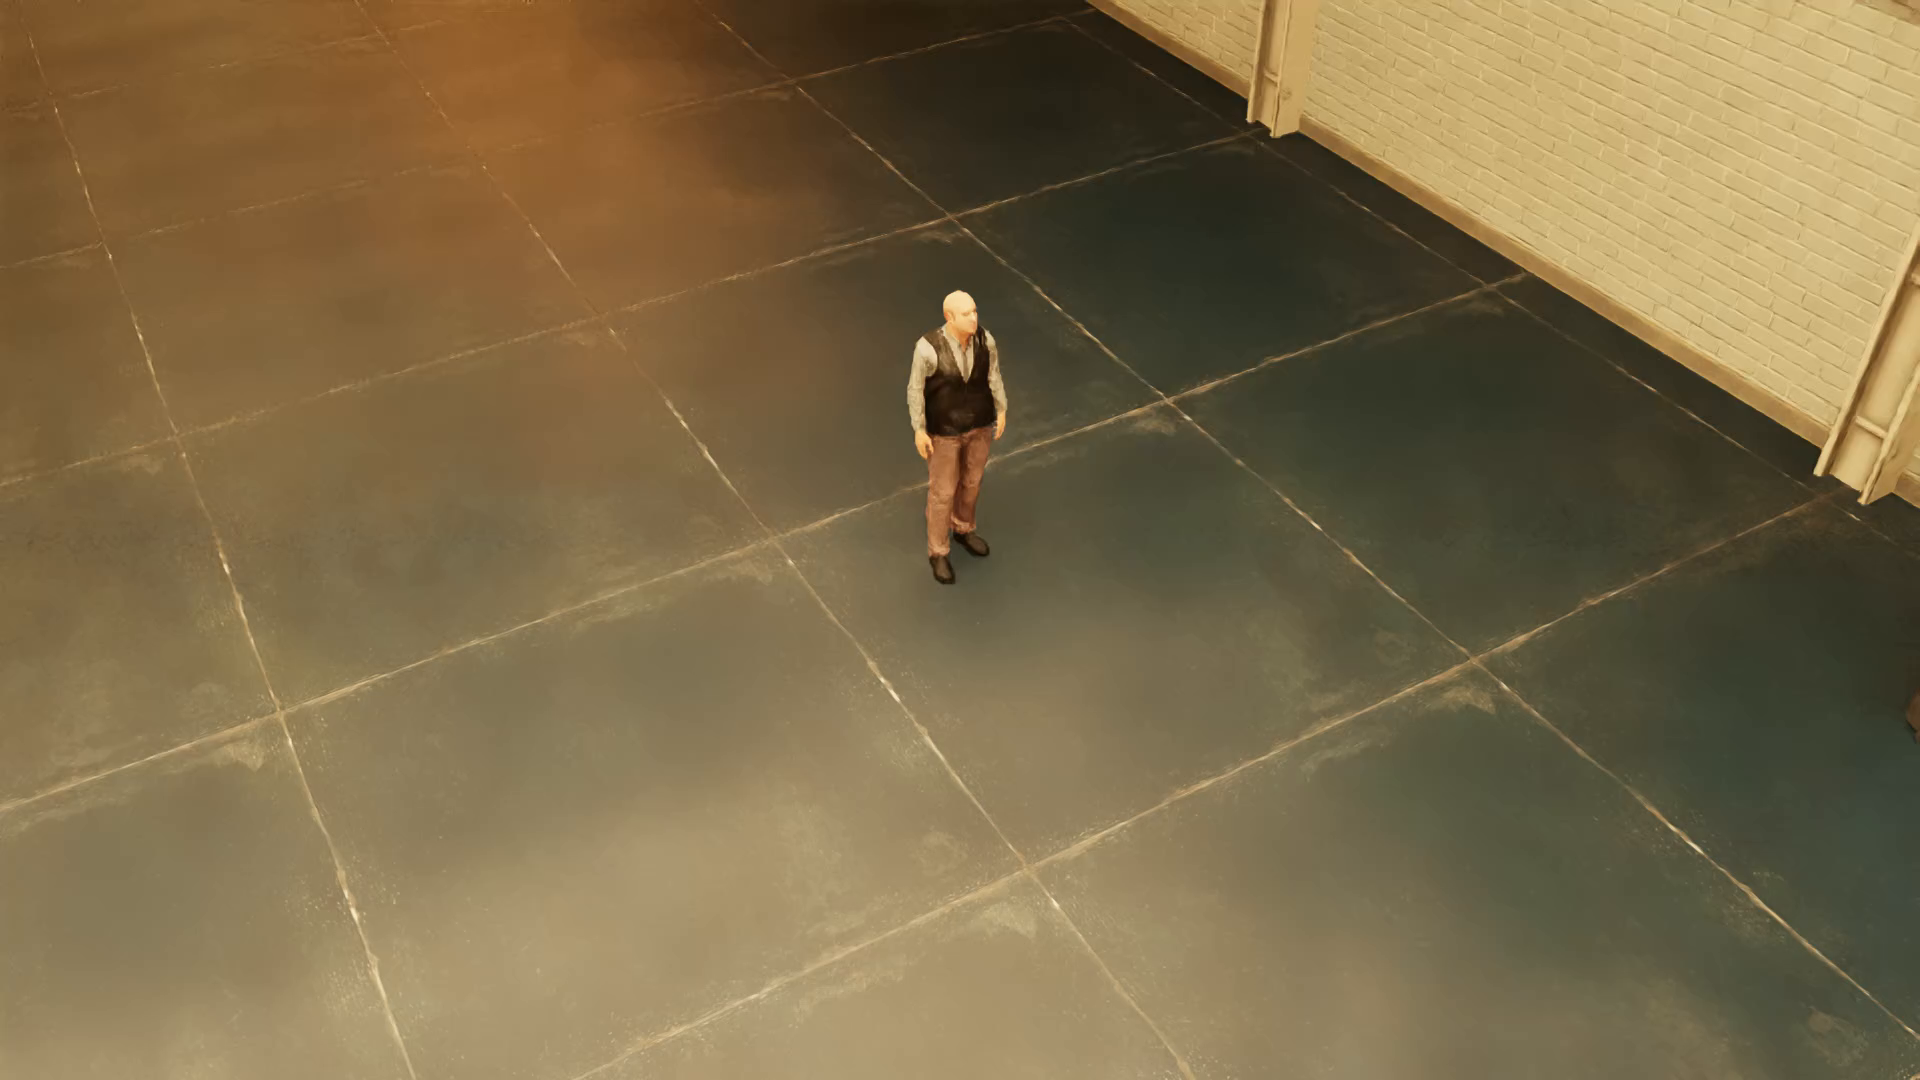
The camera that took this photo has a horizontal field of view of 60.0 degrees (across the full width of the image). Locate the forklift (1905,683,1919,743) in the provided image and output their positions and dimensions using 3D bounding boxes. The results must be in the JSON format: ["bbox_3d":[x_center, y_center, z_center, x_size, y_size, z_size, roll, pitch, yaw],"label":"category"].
[{"bbox_3d":[5.914,0.739,7.145,1.130,2.935,3.031,-7,40,-8],"label":"forklift"}]

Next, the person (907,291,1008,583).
[{"bbox_3d":[0.024,-0.631,9.733,0.632,1.720,0.567,-20,44,-23],"label":"person"}]
